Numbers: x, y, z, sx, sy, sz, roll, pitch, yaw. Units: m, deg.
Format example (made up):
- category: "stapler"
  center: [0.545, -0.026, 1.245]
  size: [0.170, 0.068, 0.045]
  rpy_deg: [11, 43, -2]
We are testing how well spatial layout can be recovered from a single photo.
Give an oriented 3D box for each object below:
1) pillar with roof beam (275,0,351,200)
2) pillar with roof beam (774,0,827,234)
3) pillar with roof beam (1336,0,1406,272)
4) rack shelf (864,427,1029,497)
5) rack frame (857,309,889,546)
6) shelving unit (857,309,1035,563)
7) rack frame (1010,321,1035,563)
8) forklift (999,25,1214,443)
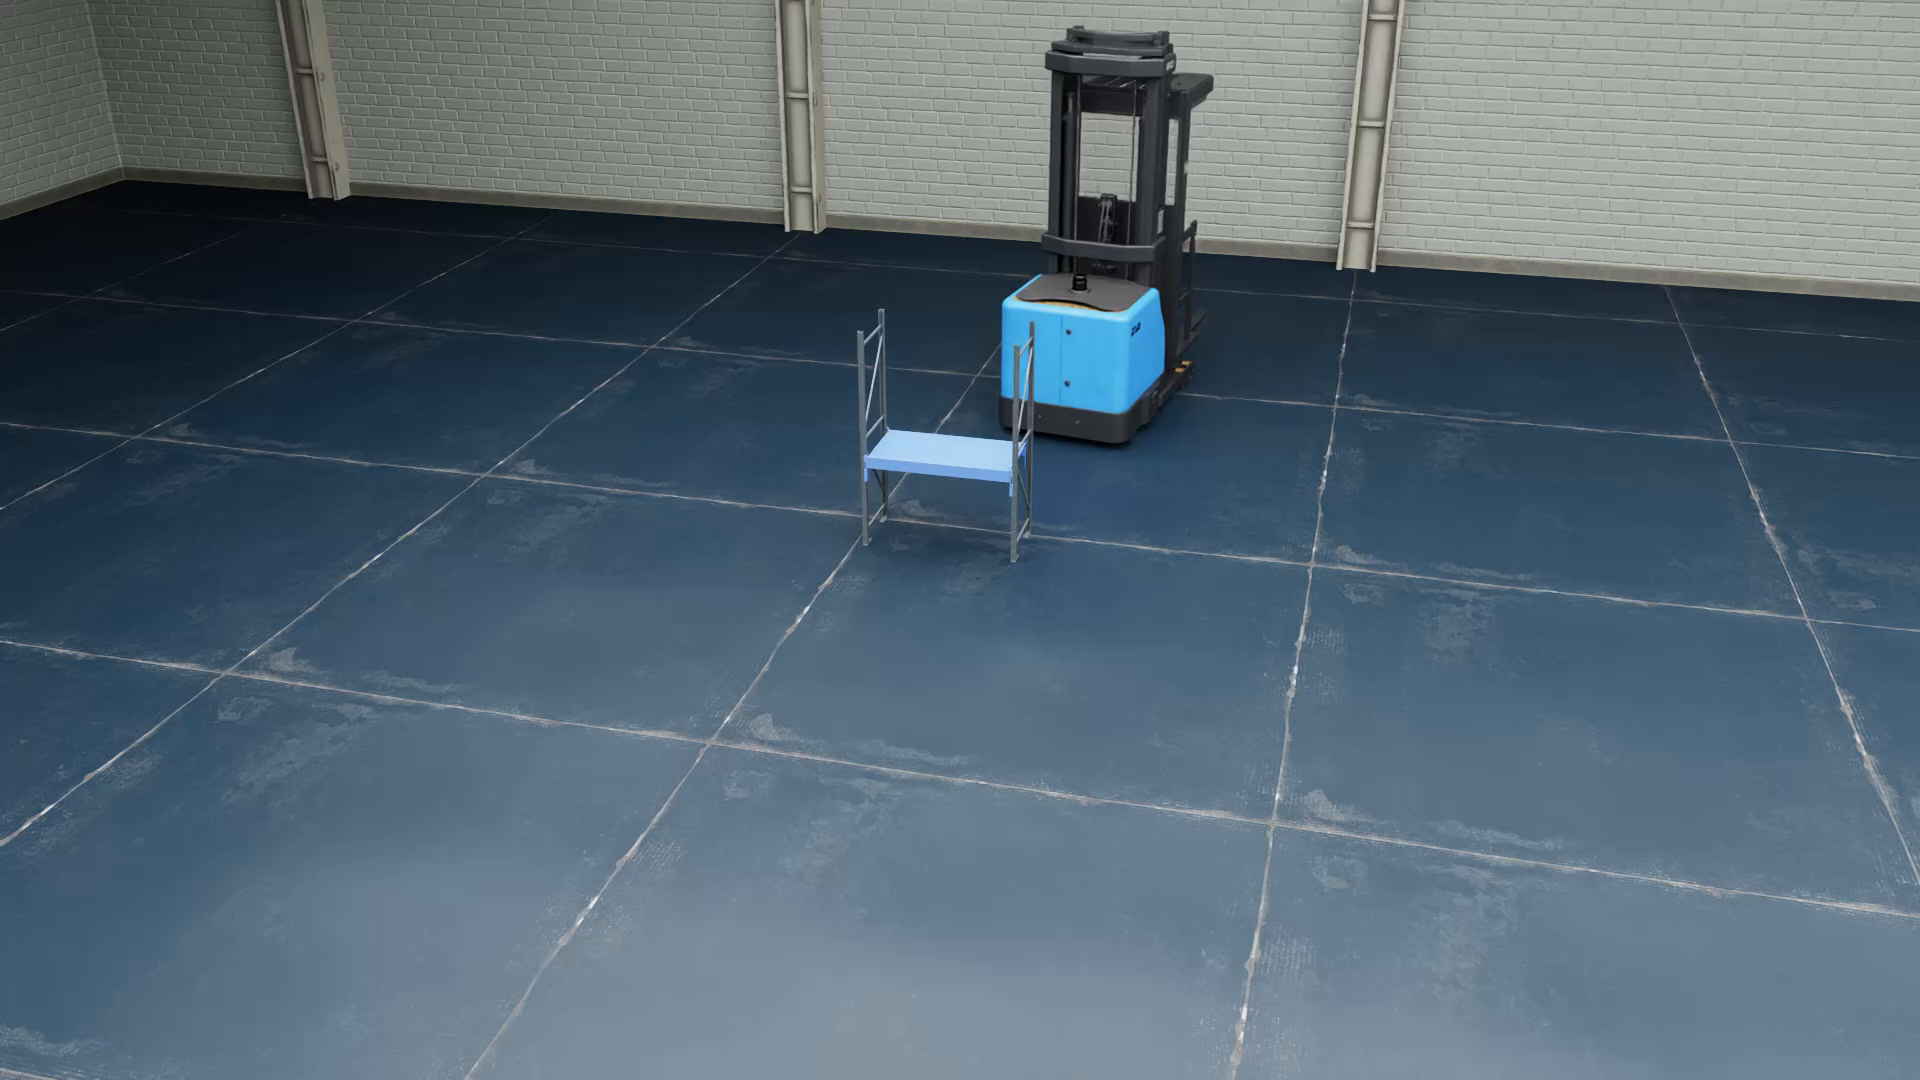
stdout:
- category: "pillar with roof beam"
  center: [-8.599, -6.379, 14.181]
  size: [0.400, 9.000, 9.100]
  rpy_deg: [6, 26, 13]
- category: "pillar with roof beam"
  center: [-2.788, -5.737, 12.832]
  size: [0.400, 9.000, 9.100]
  rpy_deg: [6, 26, 13]
- category: "pillar with roof beam"
  center: [3.022, -5.095, 11.483]
  size: [0.400, 9.000, 9.100]
  rpy_deg: [6, 26, 13]
- category: "rack shelf"
  center: [-0.083, -0.524, 11.024]
  size: [1.000, 0.185, 0.538]
  rpy_deg: [6, 26, 13]
- category: "rack frame"
  center: [-0.575, -0.741, 11.061]
  size: [0.032, 1.500, 0.500]
  rpy_deg: [6, 26, 13]
- category: "shelving unit"
  center: [-0.083, -0.686, 10.947]
  size: [1.048, 1.500, 0.538]
  rpy_deg: [6, 26, 13]
- category: "rack frame"
  center: [0.410, -0.632, 10.832]
  size: [0.032, 1.500, 0.500]
  rpy_deg: [6, 26, 13]
- category: "forklift"
  center: [1.346, -2.664, 13.436]
  size: [1.130, 2.935, 3.031]
  rpy_deg: [10, 27, 21]
